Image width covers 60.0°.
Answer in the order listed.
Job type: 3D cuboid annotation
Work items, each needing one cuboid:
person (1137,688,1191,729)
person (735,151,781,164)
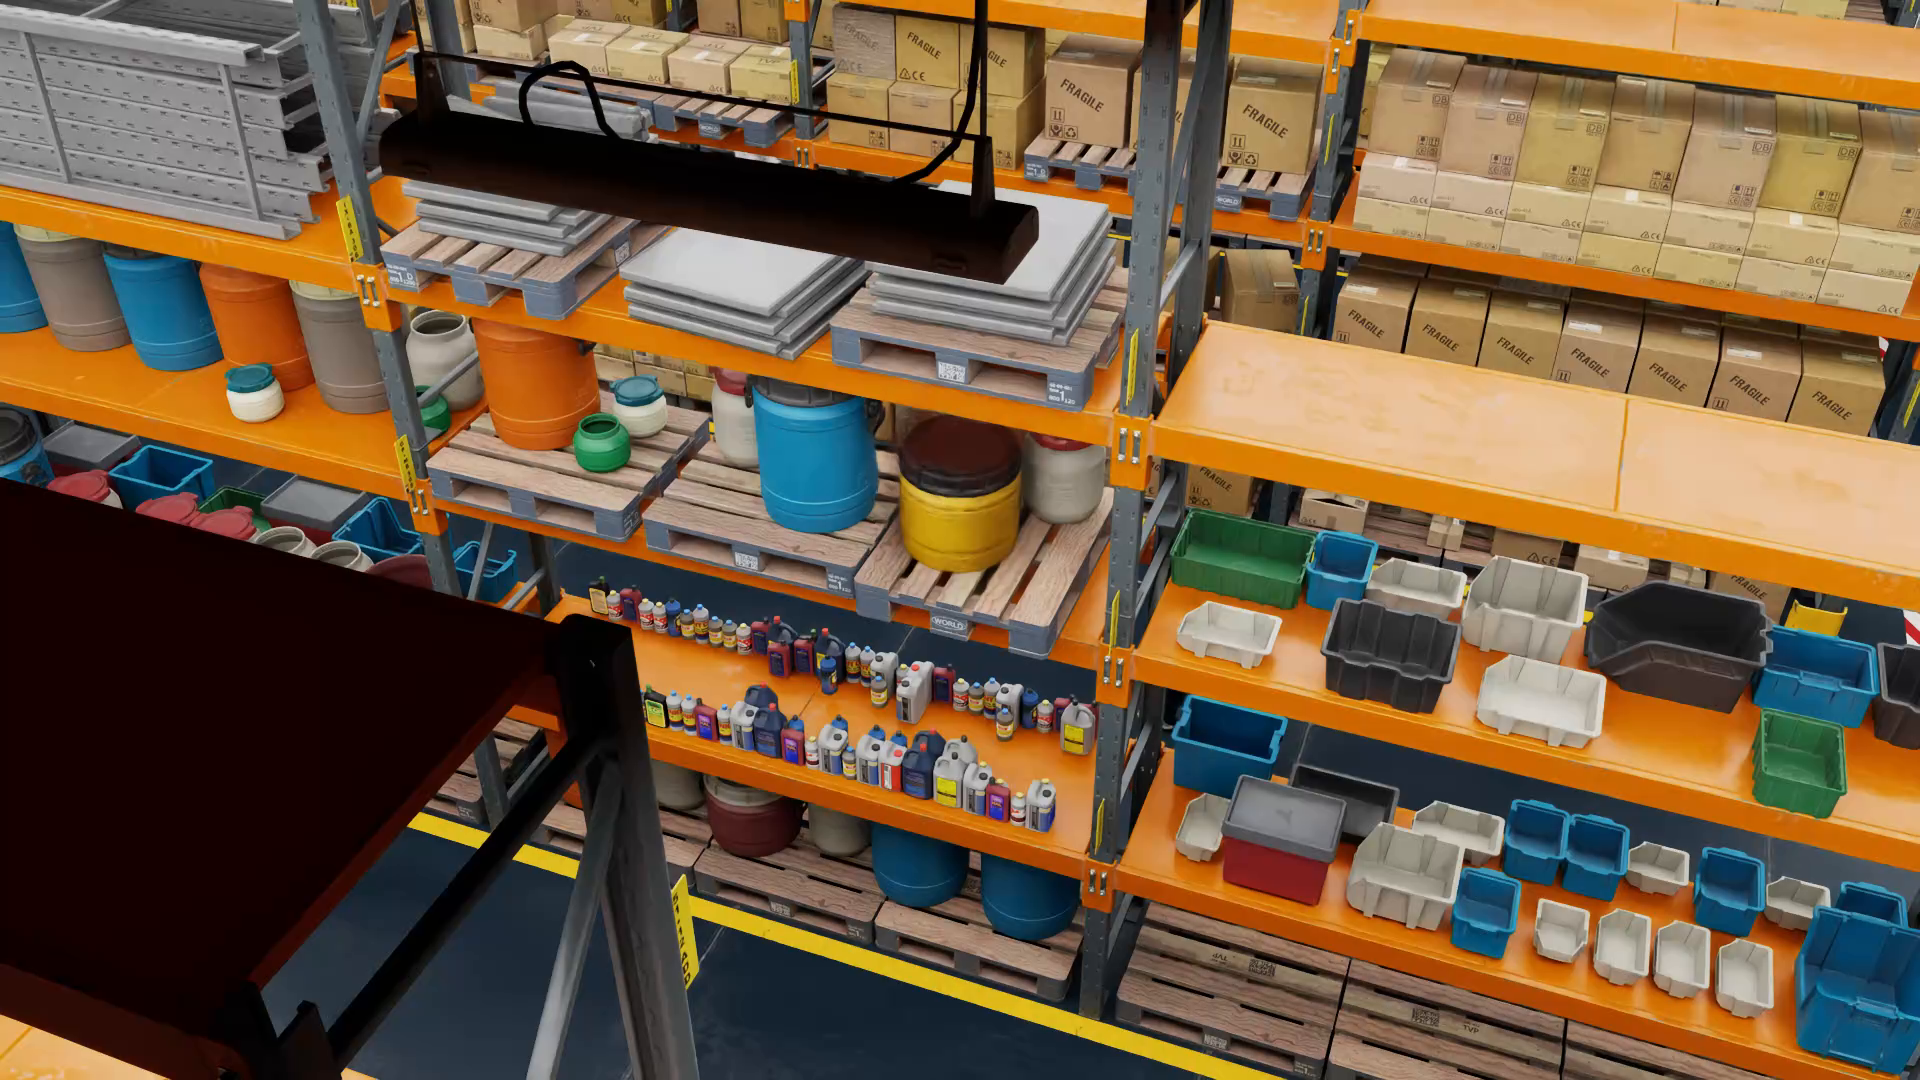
[{"bbox_3d":[1.579,0.733,11.067,0.768,1.561,0.421,12,38,15],"label":"person"},{"bbox_3d":[-2.000,-3.366,16.446,0.539,1.759,0.548,19,41,24],"label":"person"}]
